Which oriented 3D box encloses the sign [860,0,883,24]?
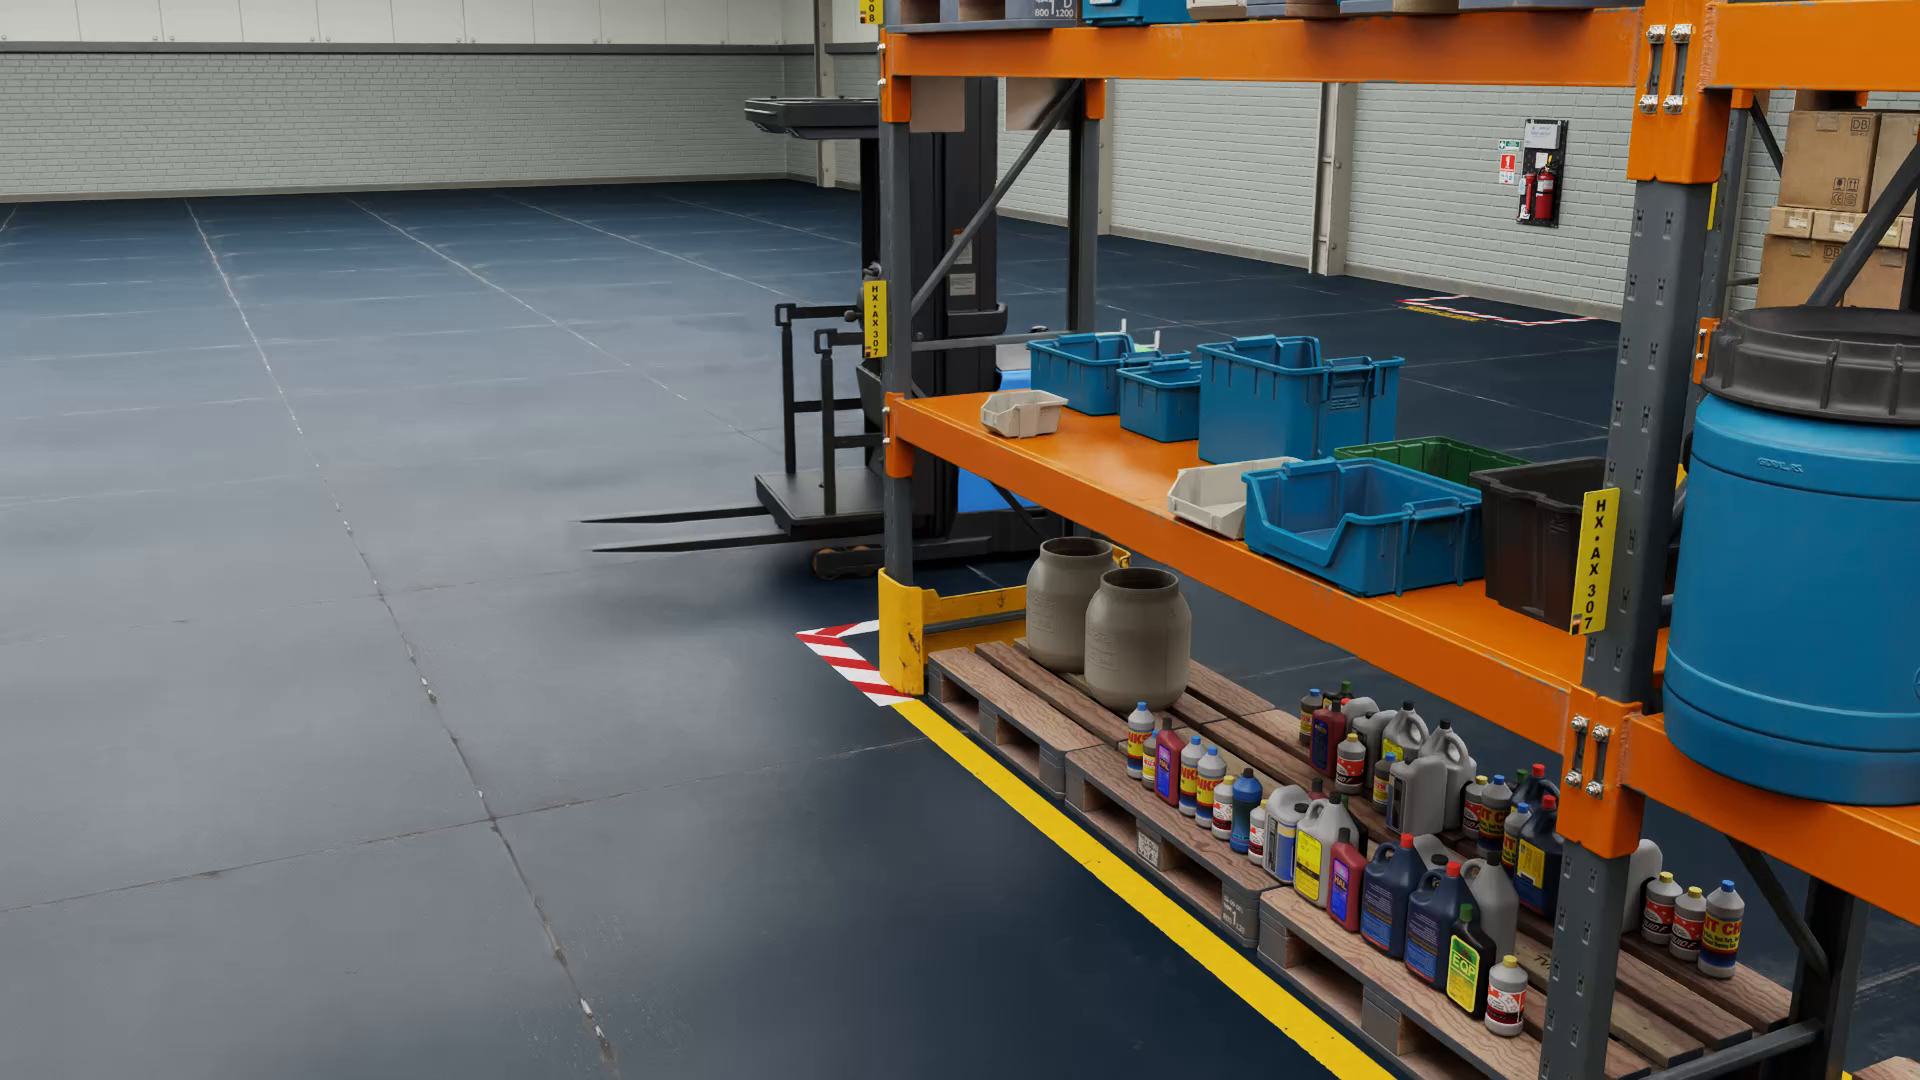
[{"bbox_3d":[-0.360,-2.254,6.714,0.100,0.325,0.005,-8,18,-25],"label":"sign"}]

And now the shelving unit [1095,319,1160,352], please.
[{"bbox_3d":[0.961,-0.684,9.959,0.258,1.200,0.503,-5,17,-17],"label":"shelving unit"}]

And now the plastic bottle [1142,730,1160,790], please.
[{"bbox_3d":[0.696,0.773,5.895,0.097,0.201,0.097,0,16,0],"label":"plastic bottle"}]

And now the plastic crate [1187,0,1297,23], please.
[{"bbox_3d":[0.822,-1.546,4.740,0.243,0.136,0.396,-8,18,-25],"label":"plastic crate"}]

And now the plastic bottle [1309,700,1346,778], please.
[{"bbox_3d":[1.326,0.702,5.994,0.061,0.283,0.133,-8,18,-25],"label":"plastic bottle"}]

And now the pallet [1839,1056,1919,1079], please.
[{"bbox_3d":[2.268,1.649,3.623,1.003,0.211,1.213,-8,18,-25],"label":"pallet"}]

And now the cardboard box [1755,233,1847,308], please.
[{"bbox_3d":[4.784,-1.402,9.017,0.700,0.500,0.500,-8,18,-25],"label":"cardboard box"}]

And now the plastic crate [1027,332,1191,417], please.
[{"bbox_3d":[0.625,-0.714,7.071,0.499,0.251,0.616,-8,18,-25],"label":"plastic crate"}]

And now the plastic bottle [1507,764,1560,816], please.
[{"bbox_3d":[1.826,0.883,5.241,0.144,0.351,0.185,-8,18,-27],"label":"plastic bottle"}]

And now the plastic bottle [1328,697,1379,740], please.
[{"bbox_3d":[1.421,0.692,6.041,0.152,0.276,0.135,-8,18,-24],"label":"plastic bottle"}]

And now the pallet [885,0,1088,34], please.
[{"bbox_3d":[0.411,-2.008,6.213,1.003,0.211,1.213,-8,18,-25],"label":"pallet"}]

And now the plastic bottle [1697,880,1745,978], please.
[{"bbox_3d":[2.143,1.086,4.676,0.097,0.271,0.097,0,16,0],"label":"plastic bottle"}]

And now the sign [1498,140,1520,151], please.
[{"bbox_3d":[6.294,-4.526,19.059,0.001,0.109,0.331,-8,18,-25],"label":"sign"}]

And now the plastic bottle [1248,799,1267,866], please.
[{"bbox_3d":[0.978,0.932,5.339,0.097,0.201,0.097,0,16,0],"label":"plastic bottle"}]

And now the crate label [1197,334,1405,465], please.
[{"bbox_3d":[1.186,-0.467,5.876,0.502,0.435,0.616,-8,18,-25],"label":"crate label"}]

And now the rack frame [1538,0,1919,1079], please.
[{"bbox_3d":[1.889,0.118,3.901,1.000,3.000,0.127,-8,18,-25],"label":"rack frame"}]

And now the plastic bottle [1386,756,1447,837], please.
[{"bbox_3d":[1.517,0.838,5.534,0.152,0.276,0.135,-8,18,-25],"label":"plastic bottle"}]

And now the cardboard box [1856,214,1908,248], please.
[{"bbox_3d":[4.795,-1.581,8.464,0.380,0.149,0.250,-8,18,-25],"label":"cardboard box"}]

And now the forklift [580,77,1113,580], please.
[{"bbox_3d":[-0.598,-1.356,9.161,3.031,2.935,1.130,-5,17,-17],"label":"forklift"}]

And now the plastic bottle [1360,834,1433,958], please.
[{"bbox_3d":[1.264,1.008,4.806,0.144,0.351,0.185,-9,18,-28],"label":"plastic bottle"}]

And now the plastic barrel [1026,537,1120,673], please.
[{"bbox_3d":[0.494,0.274,7.106,0.421,0.512,0.421,0,16,0],"label":"plastic barrel"}]

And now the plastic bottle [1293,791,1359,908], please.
[{"bbox_3d":[1.122,0.927,5.086,0.144,0.351,0.185,-8,18,-25],"label":"plastic bottle"}]

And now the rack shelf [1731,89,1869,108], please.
[{"bbox_3d":[5.467,-2.071,7.397,1.077,0.370,4.000,-8,18,-25],"label":"rack shelf"}]

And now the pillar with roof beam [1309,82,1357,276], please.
[{"bbox_3d":[1.000,-7.341,19.017,9.100,9.000,0.400,-8,18,-25],"label":"pillar with roof beam"}]

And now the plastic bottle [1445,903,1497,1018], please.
[{"bbox_3d":[1.382,1.133,4.492,0.061,0.283,0.133,-7,17,-22],"label":"plastic bottle"}]

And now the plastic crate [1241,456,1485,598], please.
[{"bbox_3d":[1.160,-0.052,4.763,0.499,0.251,0.616,-8,18,-25],"label":"plastic crate"}]

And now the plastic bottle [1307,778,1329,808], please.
[{"bbox_3d":[1.150,0.906,5.282,0.061,0.283,0.133,-8,18,-25],"label":"plastic bottle"}]

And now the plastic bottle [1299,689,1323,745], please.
[{"bbox_3d":[1.335,0.662,6.280,0.097,0.201,0.097,0,16,0],"label":"plastic bottle"}]

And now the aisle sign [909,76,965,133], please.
[{"bbox_3d":[-0.158,-2.106,6.937,0.394,0.787,0.004,-8,18,-25],"label":"aisle sign"}]

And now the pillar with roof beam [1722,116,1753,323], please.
[{"bbox_3d":[3.628,-5.853,13.832,9.100,9.000,0.400,-8,18,-25],"label":"pillar with roof beam"}]

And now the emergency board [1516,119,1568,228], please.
[{"bbox_3d":[6.450,-4.107,18.624,0.194,1.169,0.643,-8,18,-25],"label":"emergency board"}]

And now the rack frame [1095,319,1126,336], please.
[{"bbox_3d":[0.886,-0.748,10.182,0.240,1.200,0.015,-5,17,-17],"label":"rack frame"}]

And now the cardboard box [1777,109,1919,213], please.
[{"bbox_3d":[4.807,-2.013,8.792,0.700,0.500,0.500,-8,18,-25],"label":"cardboard box"}]

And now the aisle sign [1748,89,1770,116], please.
[{"bbox_3d":[4.287,-2.700,9.009,0.394,0.787,0.004,-8,18,-25],"label":"aisle sign"}]

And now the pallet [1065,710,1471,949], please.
[{"bbox_3d":[1.094,0.984,5.939,1.003,0.211,1.213,-8,18,-25],"label":"pallet"}]

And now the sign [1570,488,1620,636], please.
[{"bbox_3d":[1.390,0.049,3.641,0.100,0.325,0.005,-8,18,-25],"label":"sign"}]

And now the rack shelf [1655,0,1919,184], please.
[{"bbox_3d":[2.765,-0.482,1.858,1.077,0.370,4.000,-8,18,-25],"label":"rack shelf"}]

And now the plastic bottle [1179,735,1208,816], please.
[{"bbox_3d":[0.801,0.798,5.679,0.097,0.271,0.097,0,16,0],"label":"plastic bottle"}]

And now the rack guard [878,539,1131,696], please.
[{"bbox_3d":[0.212,0.341,7.656,1.175,0.500,0.348,-8,18,-25],"label":"rack guard"}]

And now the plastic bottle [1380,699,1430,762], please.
[{"bbox_3d":[1.558,0.731,5.769,0.144,0.351,0.185,-7,17,-23],"label":"plastic bottle"}]

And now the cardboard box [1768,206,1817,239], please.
[{"bbox_3d":[4.569,-1.708,8.907,0.380,0.149,0.250,-8,18,-25],"label":"cardboard box"}]

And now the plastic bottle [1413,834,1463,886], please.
[{"bbox_3d":[1.386,1.019,4.901,0.152,0.276,0.135,-8,18,-25],"label":"plastic bottle"}]

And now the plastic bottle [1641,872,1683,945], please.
[{"bbox_3d":[2.054,1.069,4.862,0.097,0.201,0.097,0,16,0],"label":"plastic bottle"}]

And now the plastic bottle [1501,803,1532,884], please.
[{"bbox_3d":[1.736,0.946,5.163,0.097,0.271,0.097,0,16,0],"label":"plastic bottle"}]

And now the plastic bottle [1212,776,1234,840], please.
[{"bbox_3d":[0.888,0.882,5.516,0.097,0.201,0.097,0,16,0],"label":"plastic bottle"}]

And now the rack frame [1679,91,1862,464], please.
[{"bbox_3d":[4.591,-1.471,9.440,1.000,3.000,0.127,-8,18,-25],"label":"rack frame"}]

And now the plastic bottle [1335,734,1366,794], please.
[{"bbox_3d":[1.378,0.782,5.862,0.097,0.201,0.097,0,16,0],"label":"plastic bottle"}]

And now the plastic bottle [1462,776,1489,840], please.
[{"bbox_3d":[1.723,0.882,5.516,0.097,0.201,0.097,0,16,0],"label":"plastic bottle"}]

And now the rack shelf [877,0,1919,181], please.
[{"bbox_3d":[1.013,-1.474,5.314,1.077,0.370,4.000,-8,18,-25],"label":"rack shelf"}]

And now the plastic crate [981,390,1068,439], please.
[{"bbox_3d":[0.239,-0.486,6.485,0.298,0.136,0.250,-8,18,-25],"label":"plastic crate"}]
